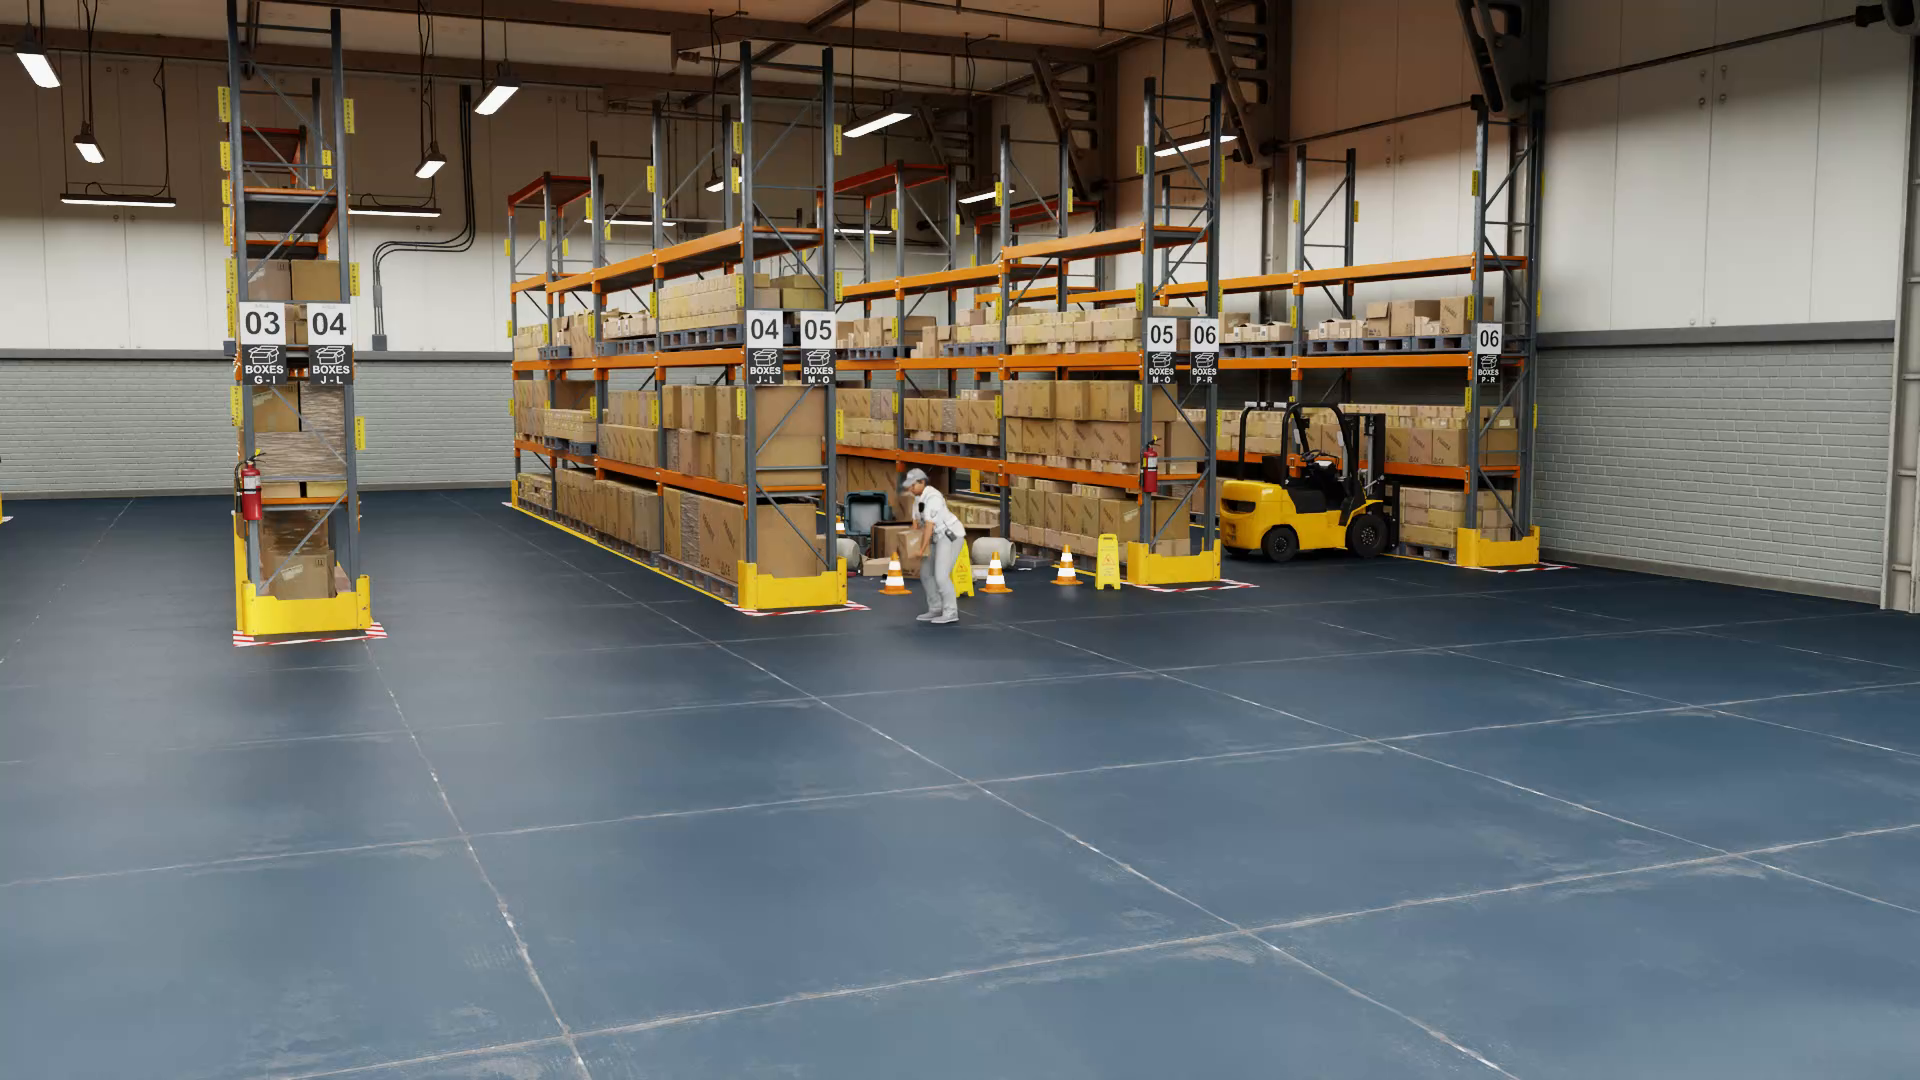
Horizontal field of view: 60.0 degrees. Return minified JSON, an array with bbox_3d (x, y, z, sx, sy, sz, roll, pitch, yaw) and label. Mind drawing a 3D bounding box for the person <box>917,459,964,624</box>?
[{"bbox_3d":[-0.248,0.009,16.950,0.521,1.663,0.452,-2,6,-24],"label":"person"}]
